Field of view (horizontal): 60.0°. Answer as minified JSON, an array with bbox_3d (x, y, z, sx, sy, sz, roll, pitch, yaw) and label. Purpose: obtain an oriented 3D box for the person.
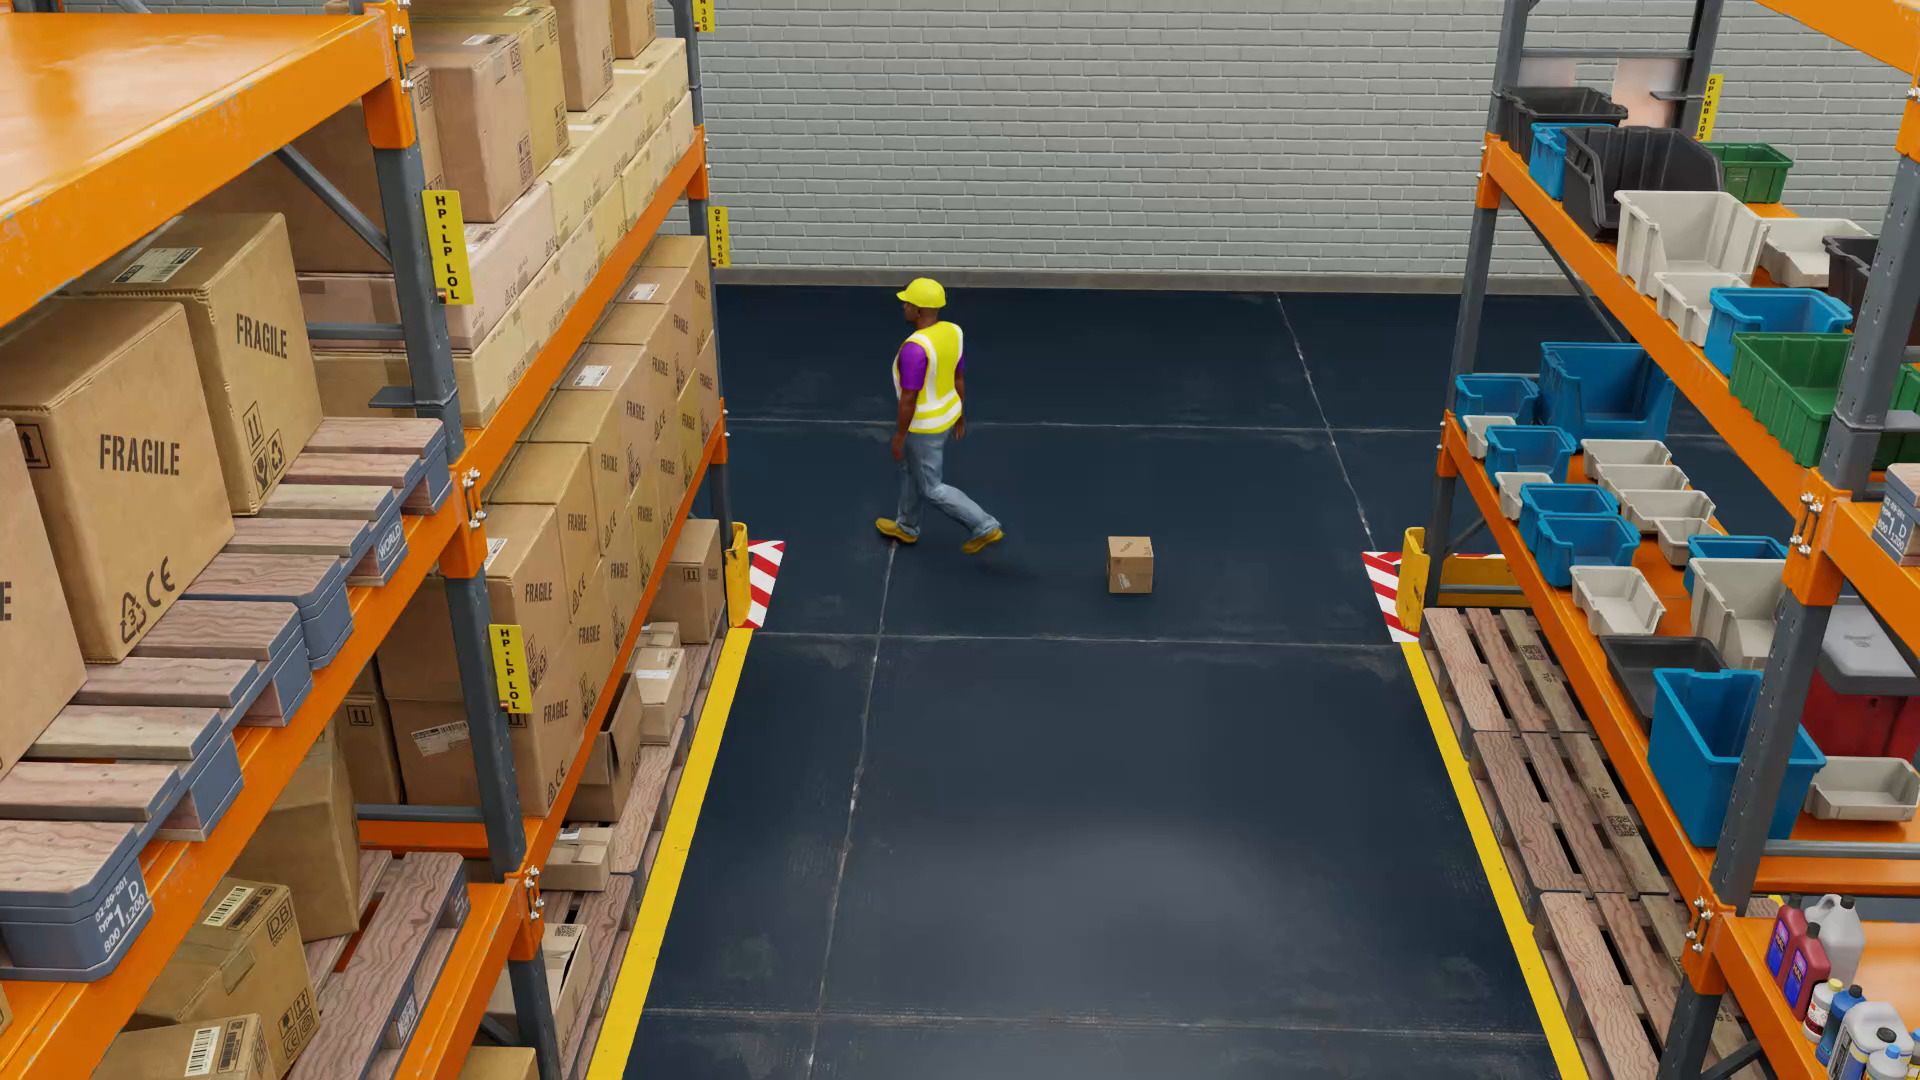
[{"bbox_3d":[1.076,2.931,3.036,9.795,1.738,13.610,12,30,22],"label":"person"}]
